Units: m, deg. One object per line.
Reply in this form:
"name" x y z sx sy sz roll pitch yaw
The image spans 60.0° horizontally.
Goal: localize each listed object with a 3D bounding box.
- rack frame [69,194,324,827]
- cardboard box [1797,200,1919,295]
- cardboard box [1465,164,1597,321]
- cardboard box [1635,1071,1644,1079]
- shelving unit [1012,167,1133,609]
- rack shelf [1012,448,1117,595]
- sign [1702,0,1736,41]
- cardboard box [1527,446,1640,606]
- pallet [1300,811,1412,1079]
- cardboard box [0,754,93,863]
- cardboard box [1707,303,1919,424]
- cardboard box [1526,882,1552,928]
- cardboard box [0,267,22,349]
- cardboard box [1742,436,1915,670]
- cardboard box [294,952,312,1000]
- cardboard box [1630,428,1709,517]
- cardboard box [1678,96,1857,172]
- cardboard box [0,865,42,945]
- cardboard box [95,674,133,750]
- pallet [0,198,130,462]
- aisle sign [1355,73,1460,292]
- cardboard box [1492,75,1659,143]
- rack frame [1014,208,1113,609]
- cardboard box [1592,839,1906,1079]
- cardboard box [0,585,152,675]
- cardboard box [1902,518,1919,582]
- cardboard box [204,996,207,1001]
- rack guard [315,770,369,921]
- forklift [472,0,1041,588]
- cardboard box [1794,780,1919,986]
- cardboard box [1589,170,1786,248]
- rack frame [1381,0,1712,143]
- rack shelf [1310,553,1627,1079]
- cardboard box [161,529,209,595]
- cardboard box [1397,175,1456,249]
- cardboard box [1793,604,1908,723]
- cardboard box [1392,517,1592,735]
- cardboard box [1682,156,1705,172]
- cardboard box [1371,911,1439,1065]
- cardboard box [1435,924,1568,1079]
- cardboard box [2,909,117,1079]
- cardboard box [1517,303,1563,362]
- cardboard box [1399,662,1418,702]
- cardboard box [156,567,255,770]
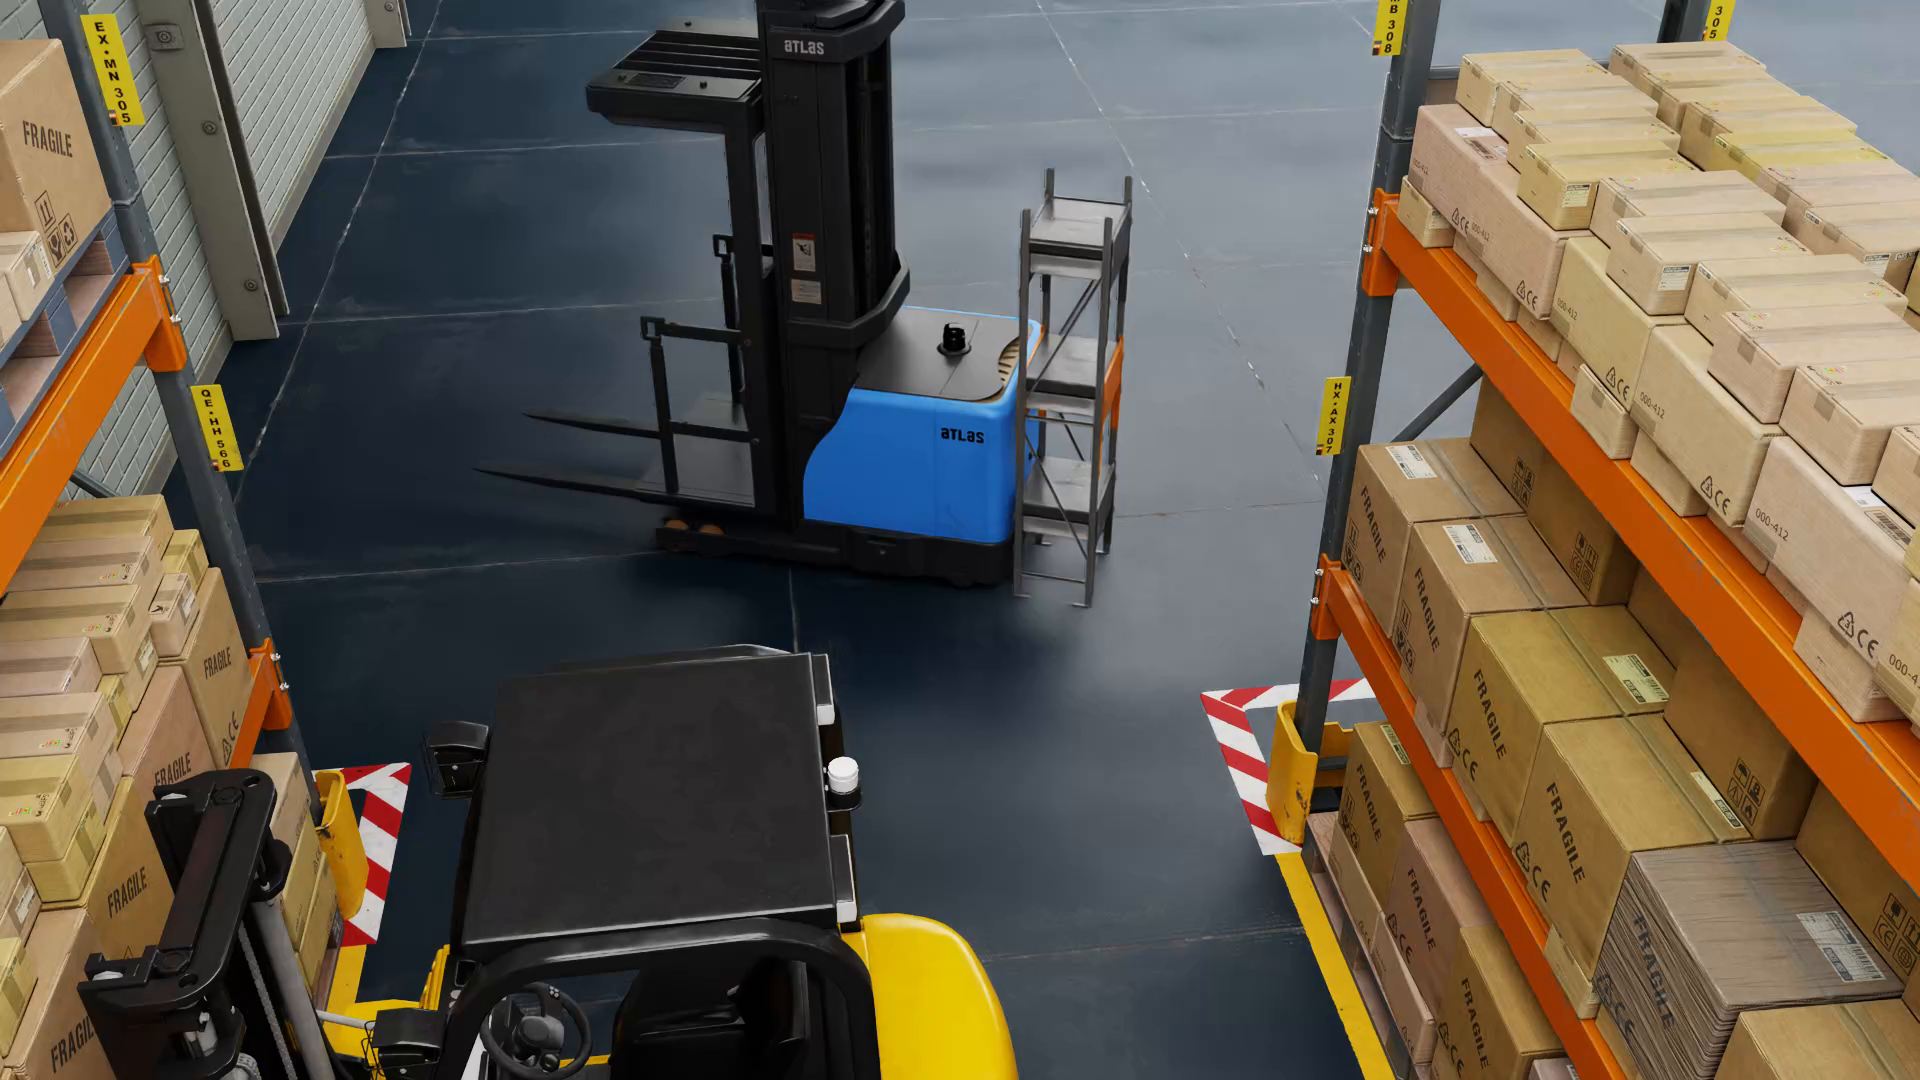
"rack frame" -3.006 0.241 5.861 1.000 3.000 0.127 -4 35 -6
"cardboard box" 2.317 -0.717 4.119 0.380 0.149 0.250 -5 35 -8
"cardboard box" 1.774 -0.855 4.675 0.500 0.250 0.500 -5 35 -7
"cardboard box" 1.965 1.476 4.272 0.380 0.149 0.250 -5 35 -7
"shelving unit" 0.531 -0.687 8.022 0.431 2.100 0.503 9 35 12
"rack shelf" 0.531 -0.097 8.424 0.431 0.518 0.480 9 35 12
"sign" 2.465 -1.773 5.367 0.100 0.325 0.005 -4 35 -6
"cardboard box" 2.258 -0.163 5.213 0.700 0.500 0.500 -4 34 -6
"pallet" 1.996 1.514 6.470 1.003 0.211 1.213 -4 35 -6
"cardboard box" -2.478 0.697 4.263 0.380 0.149 0.250 -4 34 -5
"cardboard box" 1.888 -0.388 3.636 0.380 0.149 0.250 -4 34 -6
"cardboard box" 1.914 1.045 4.904 0.380 0.149 0.250 -5 35 -8
"cardboard box" -2.560 -0.577 4.056 0.396 0.266 0.258 -4 35 -6
"cardboard box" 2.000 0.001 3.419 0.500 0.250 0.500 -5 35 -7
"cardboard box" -2.572 1.720 5.760 0.500 0.250 0.500 -4 35 -6
"cardboard box" 1.888 -0.198 4.065 0.380 0.149 0.250 -5 35 -8
"cardboard box" 2.299 -1.148 4.751 0.380 0.149 0.250 -5 35 -7
"cardboard box" -2.541 0.964 4.136 0.380 0.149 0.250 -5 35 -7
"cardboard box" -2.622 0.533 4.768 0.380 0.149 0.250 -5 35 -7
"pallet" -2.937 -0.565 4.460 1.003 0.211 1.213 -4 35 -6
"aisle sign" 1.596 -1.222 5.700 0.394 0.787 0.004 -4 35 -6
"cardboard box" 1.807 -1.249 4.899 0.380 0.149 0.250 -5 35 -7
"rack frame" 0.467 -0.554 7.827 0.400 2.100 0.015 9 35 12
"cardboard box" 1.993 1.126 4.210 0.500 0.500 0.500 -3 34 -5
"cardboard box" -2.623 0.272 4.887 0.380 0.149 0.250 -4 34 -5
"cardboard box" 1.969 0.043 3.003 0.380 0.149 0.250 -3 34 -5
"cardboard box" -2.483 1.589 5.064 0.500 0.250 0.500 -4 34 -6
"rack guard" -3.009 1.261 6.585 1.175 0.500 0.348 -4 35 -6
"forklift" -1.114 -1.404 8.336 3.031 2.935 1.130 8 35 11
"cardboard box" 2.518 0.687 3.966 0.700 0.500 0.500 -5 35 -7
"cardboard box" 1.868 -0.828 4.282 0.380 0.149 0.250 -5 35 -7
"rack frame" 1.912 -2.616 4.727 1.000 3.000 0.127 -4 35 -6
"rack shelf" 2.181 1.276 4.981 1.077 0.370 4.000 -4 35 -6
"cardboard box" -2.682 0.104 5.398 0.380 0.149 0.250 -4 34 -6
"cardboard box" 1.635 -1.063 5.334 0.380 0.149 0.250 -4 35 -6
"cardboard box" 1.981 0.231 3.435 0.380 0.149 0.250 -3 34 -5
"cardboard box" 1.774 0.273 5.462 0.500 0.500 0.500 -3 34 -5
"cardboard box" 2.301 -0.890 4.727 0.500 0.250 0.500 -5 35 -7
"cardboard box" 1.807 1.582 5.962 0.500 0.250 0.500 -3 34 -5
"cardboard box" 1.884 1.572 5.311 0.500 0.500 0.500 -4 34 -5
"cardboard box" -2.472 1.310 4.204 0.500 0.500 0.500 -4 34 -6
"cardboard box" 1.818 -0.636 4.709 0.380 0.149 0.250 -5 35 -7
"cardboard box" 1.756 0.466 5.754 0.380 0.149 0.250 -5 35 -8
"cardboard box" -2.680 0.454 5.459 0.500 0.500 0.500 -5 35 -7
